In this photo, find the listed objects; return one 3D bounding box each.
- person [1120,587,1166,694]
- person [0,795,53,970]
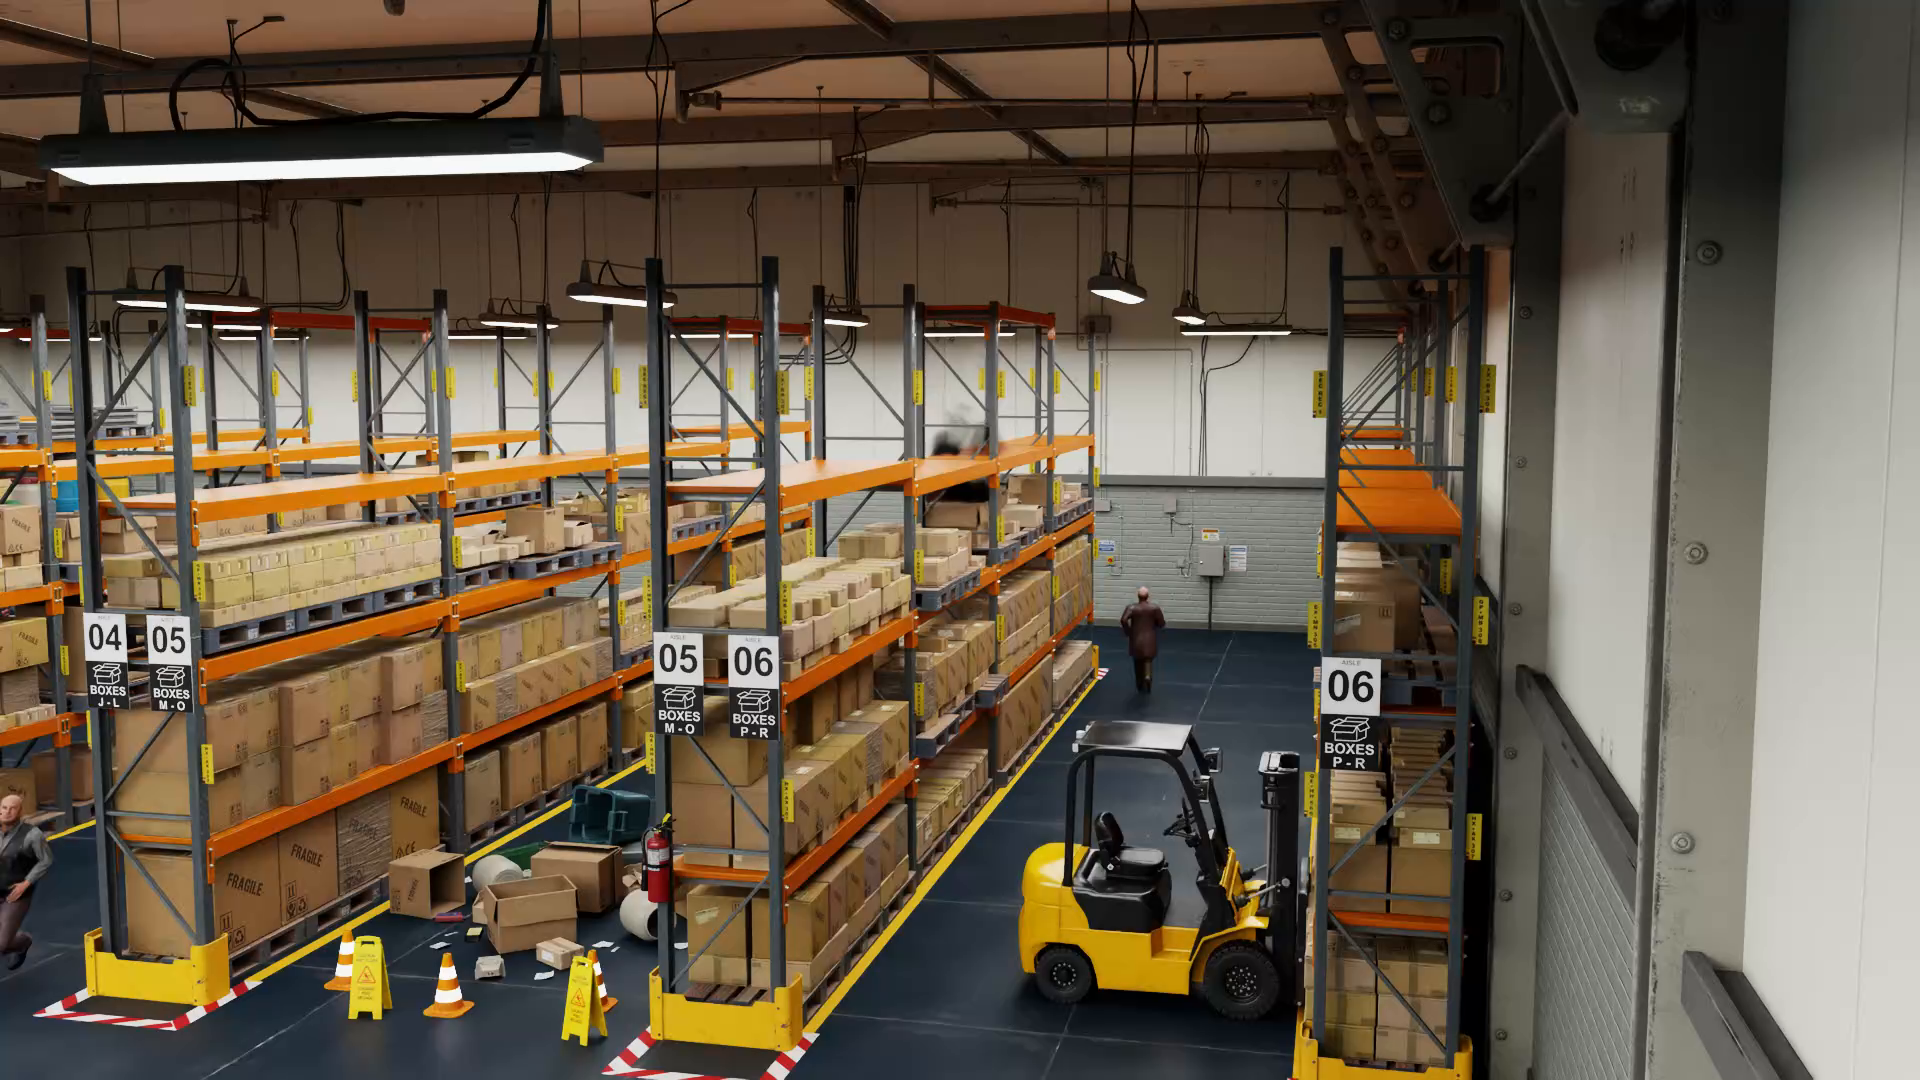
[{"bbox_3d":[2.890,1.613,26.326,0.712,1.753,1.031,0,6,4],"label":"person"},{"bbox_3d":[-7.961,2.950,13.890,0.654,1.680,0.667,0,6,-2],"label":"person"}]
